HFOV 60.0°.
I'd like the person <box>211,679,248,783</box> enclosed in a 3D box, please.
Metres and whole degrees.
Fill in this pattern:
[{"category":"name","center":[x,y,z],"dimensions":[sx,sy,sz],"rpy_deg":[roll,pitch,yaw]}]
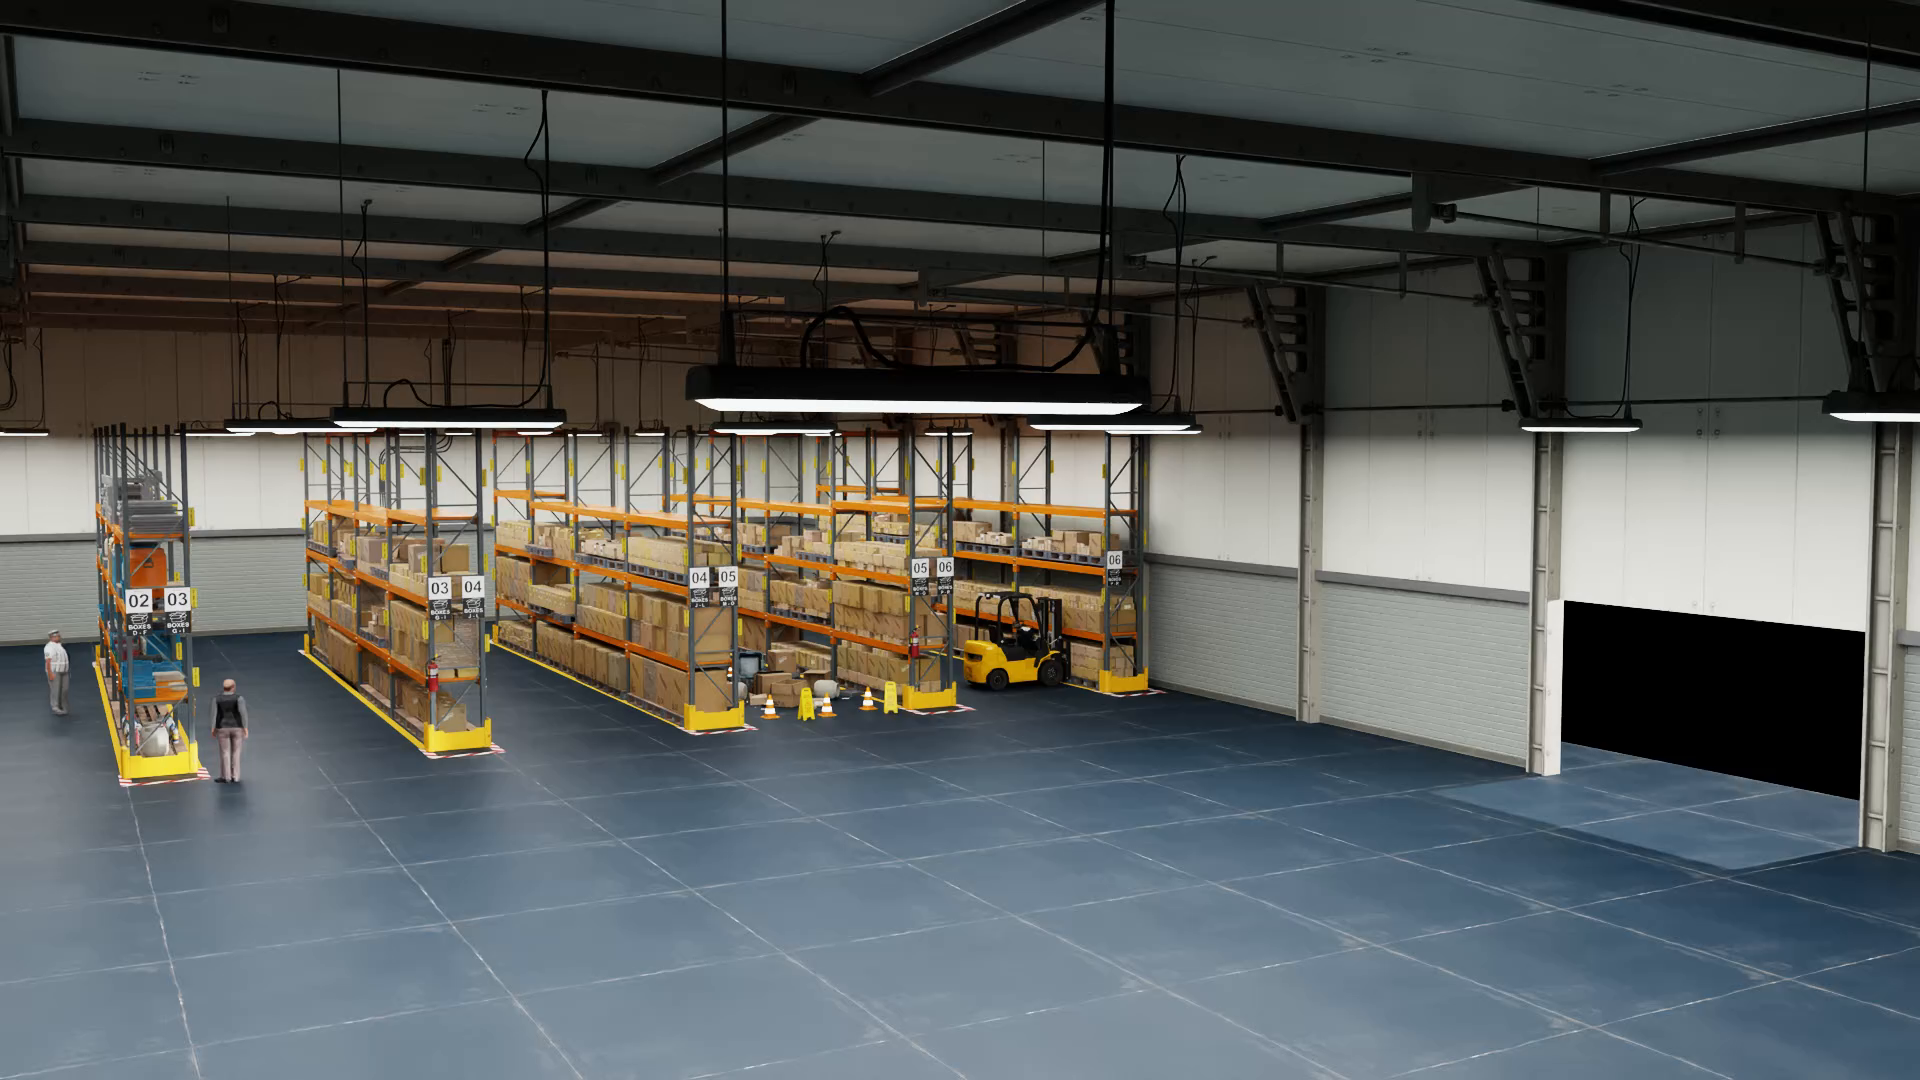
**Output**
[{"category":"person","center":[-12.181,3.189,27.734],"dimensions":[0.587,1.745,0.395],"rpy_deg":[-1,4,-14]}]

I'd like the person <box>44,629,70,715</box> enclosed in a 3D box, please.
[{"category":"person","center":[-18.826,2.778,34.732],"dimensions":[0.462,1.812,0.600],"rpy_deg":[1,4,14]}]

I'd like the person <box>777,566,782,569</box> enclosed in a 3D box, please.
[{"category":"person","center":[-5.767,1.674,52.896],"dimensions":[0.542,1.671,0.751],"rpy_deg":[0,3,5]}]
